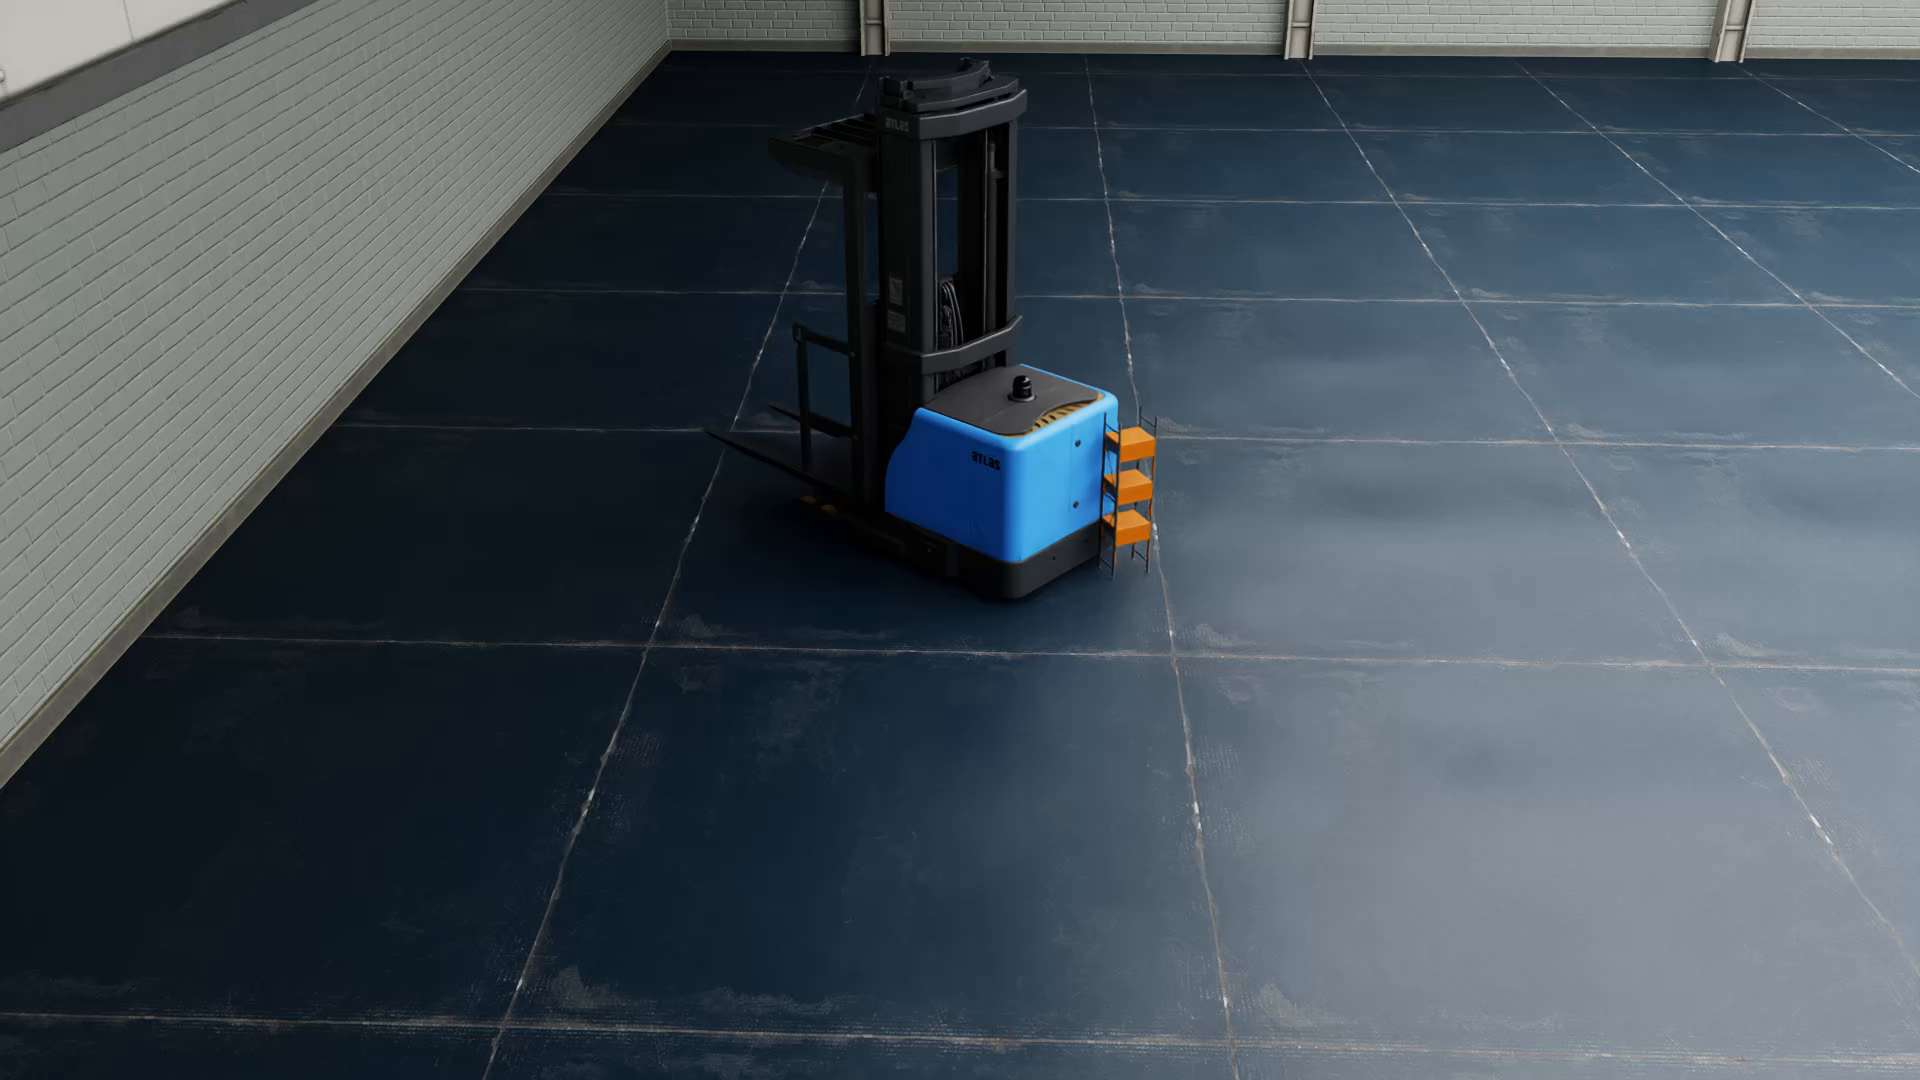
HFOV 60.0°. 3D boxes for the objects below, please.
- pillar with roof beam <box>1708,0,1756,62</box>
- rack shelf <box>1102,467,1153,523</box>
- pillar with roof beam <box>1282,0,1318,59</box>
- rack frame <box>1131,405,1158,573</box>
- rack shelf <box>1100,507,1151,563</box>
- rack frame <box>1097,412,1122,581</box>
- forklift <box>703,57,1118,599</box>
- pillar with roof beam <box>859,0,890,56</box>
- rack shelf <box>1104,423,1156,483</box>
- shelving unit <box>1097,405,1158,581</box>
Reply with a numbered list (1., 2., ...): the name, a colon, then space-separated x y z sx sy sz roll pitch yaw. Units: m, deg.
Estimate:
1. pillar with roof beam: 10.630 -8.729 17.535 0.400 9.000 9.100 1 28 2
2. rack shelf: 1.011 -0.270 10.087 0.240 0.259 0.215 -12 30 -22
3. pillar with roof beam: 4.634 -8.828 17.722 0.400 9.000 9.100 1 28 2
4. rack frame: 1.122 -0.303 10.127 0.008 1.050 0.200 -12 30 -22
5. rack shelf: 1.011 -0.025 10.217 0.240 0.259 0.215 -12 30 -22
6. rack frame: 0.900 -0.256 10.037 0.008 1.050 0.200 -12 30 -22
7. forklift: -0.459 -1.520 10.413 3.031 2.935 1.130 23 36 36
8. pillar with roof beam: -1.362 -8.928 17.909 0.400 9.000 9.100 1 28 2
9. rack shelf: 1.011 -0.521 9.954 0.240 0.259 0.215 -12 30 -22
10. shelving unit: 1.011 -0.280 10.082 0.252 1.050 0.215 -12 30 -22
